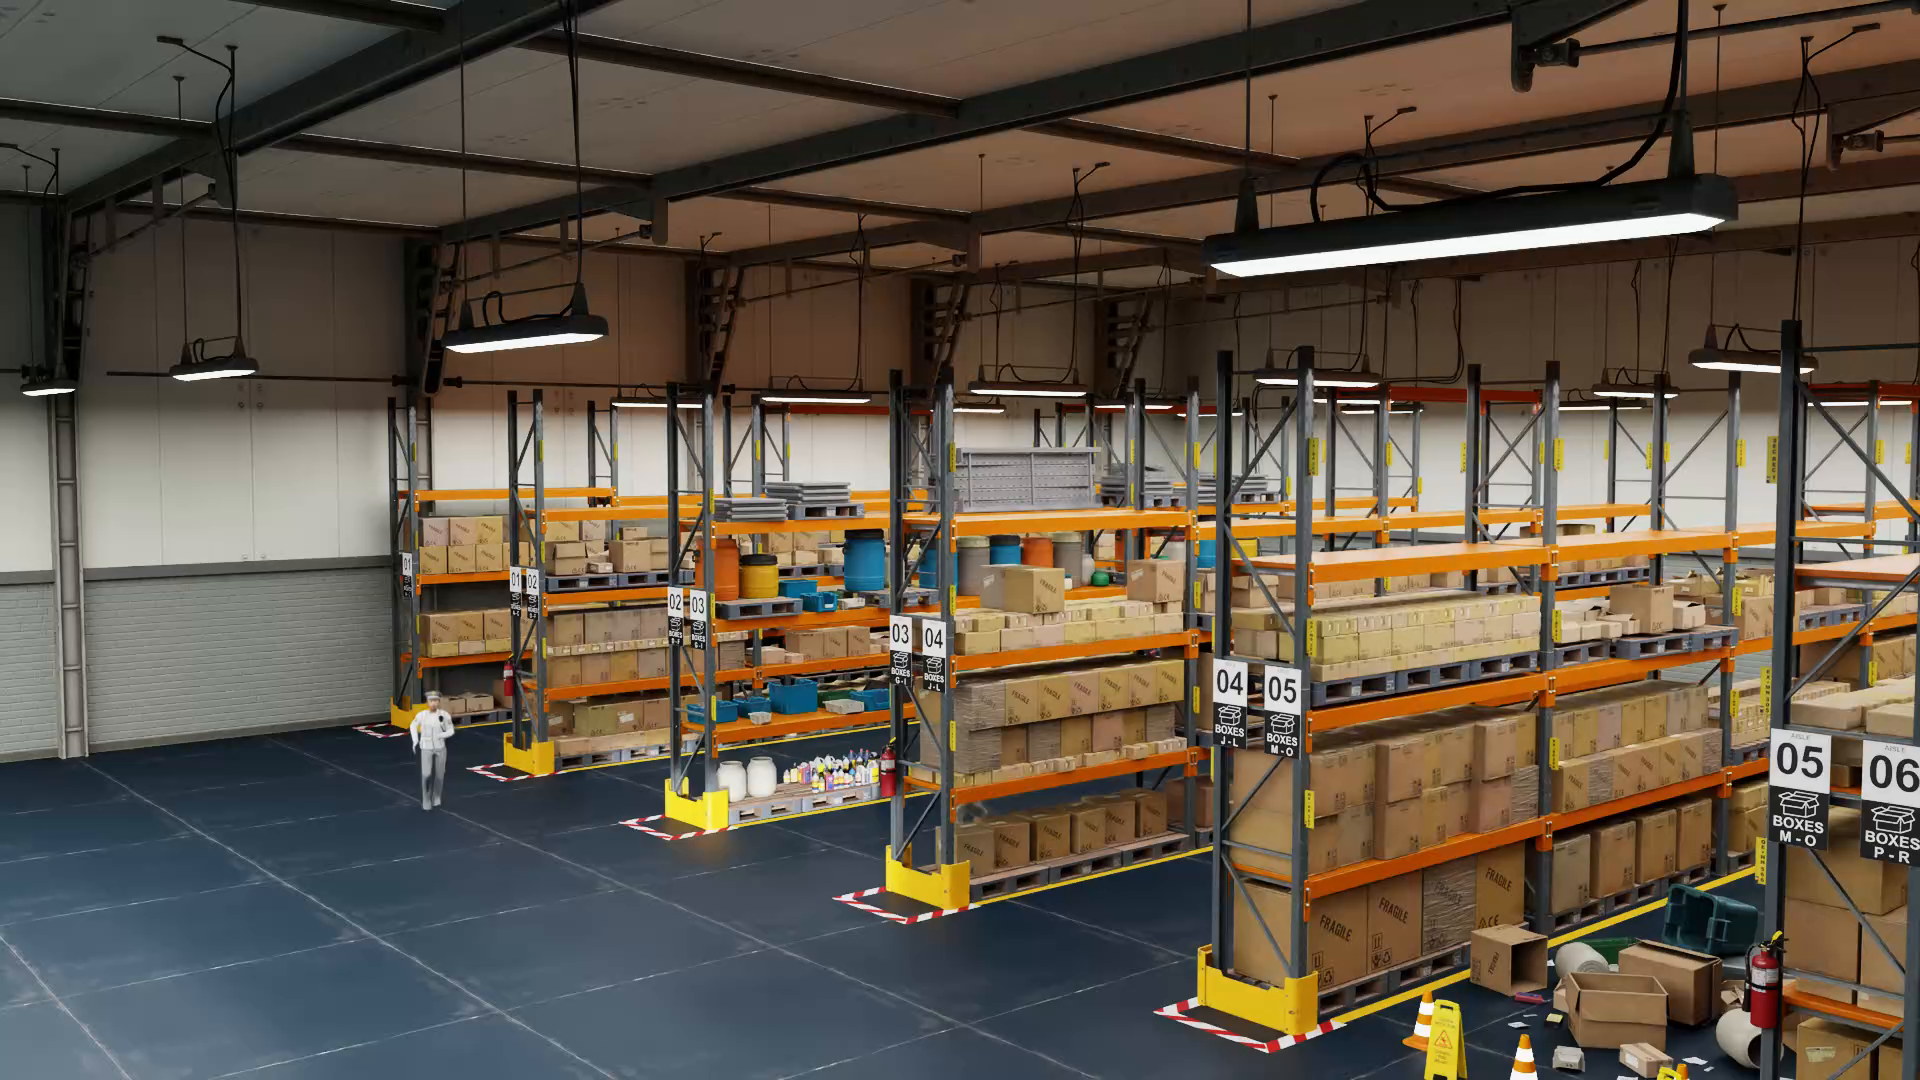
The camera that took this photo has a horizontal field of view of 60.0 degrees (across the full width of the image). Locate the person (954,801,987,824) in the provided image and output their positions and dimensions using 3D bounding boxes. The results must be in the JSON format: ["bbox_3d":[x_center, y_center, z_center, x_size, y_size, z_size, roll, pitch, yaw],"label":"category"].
[{"bbox_3d":[0.036,2.999,21.549,0.704,1.769,1.070,3,4,39],"label":"person"}]

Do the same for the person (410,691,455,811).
[{"bbox_3d":[-7.403,2.955,23.356,0.586,1.692,0.669,-1,4,-20],"label":"person"}]
